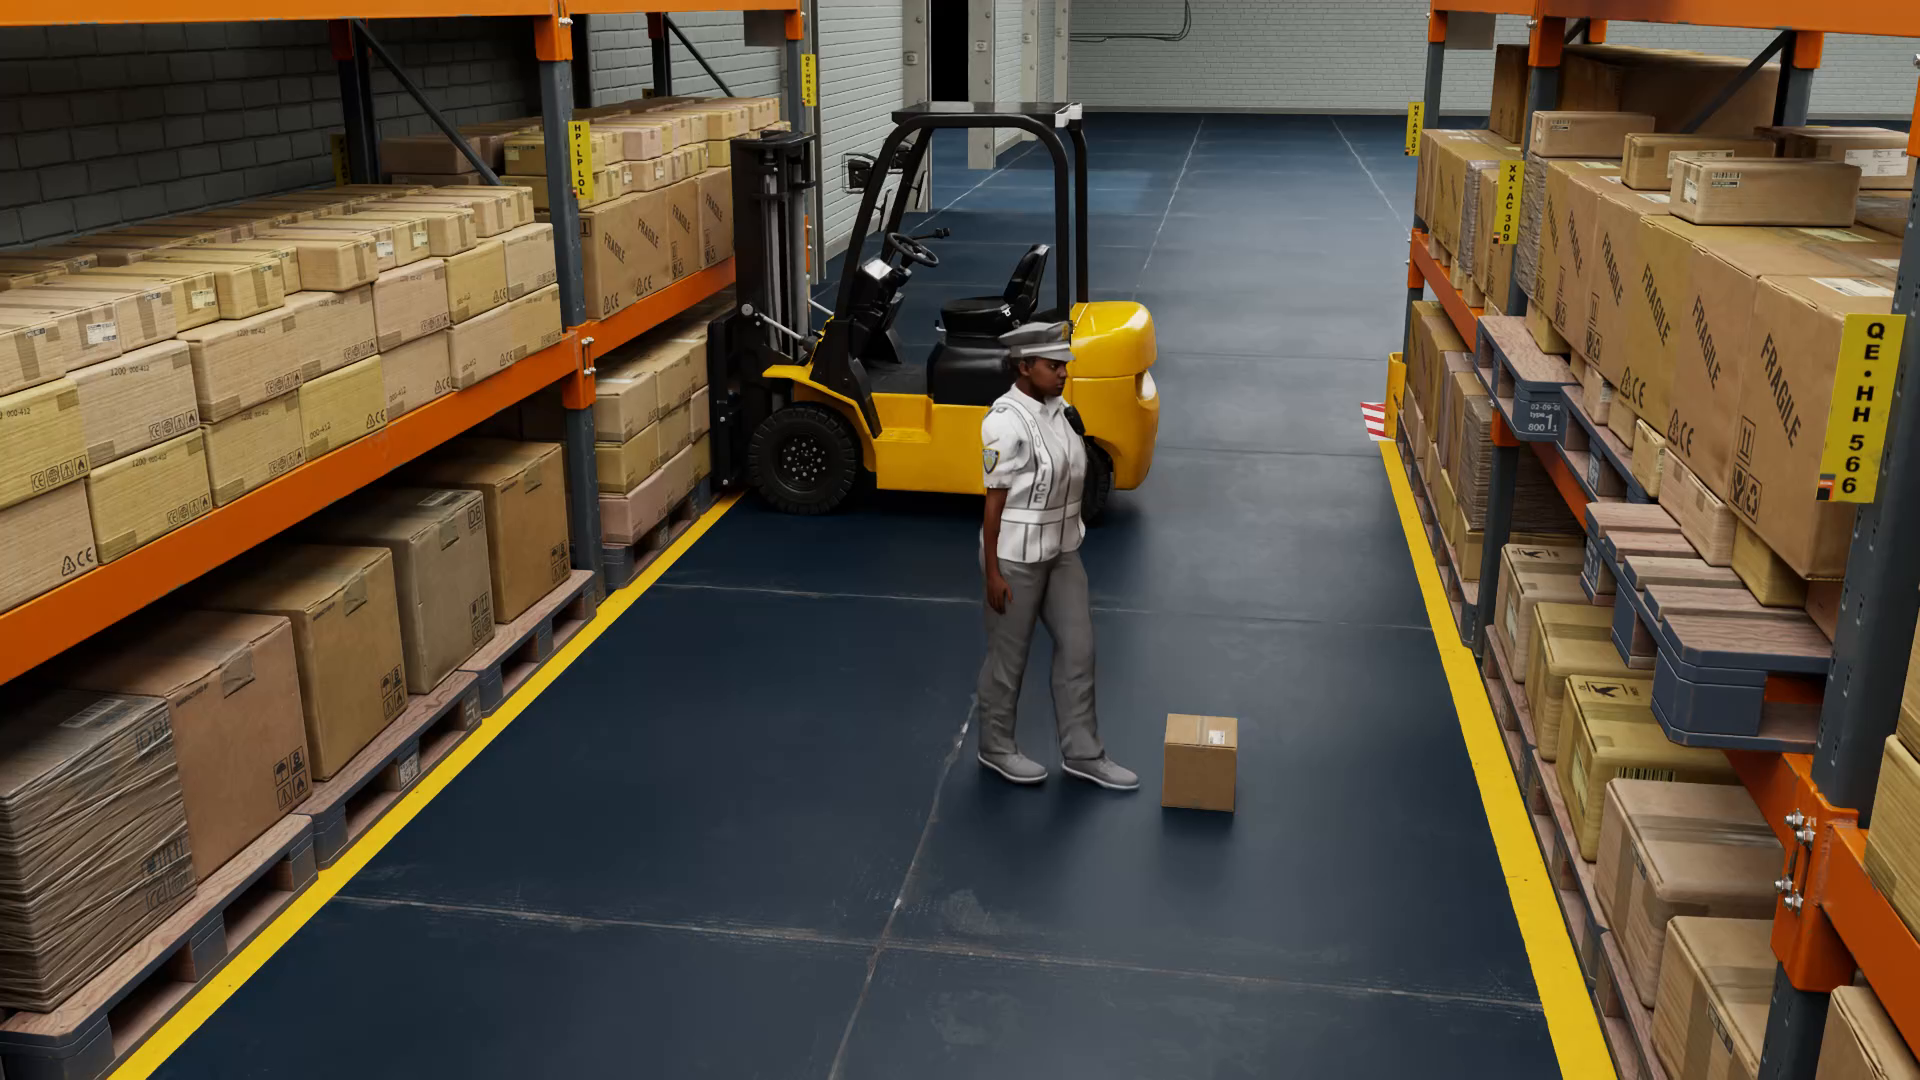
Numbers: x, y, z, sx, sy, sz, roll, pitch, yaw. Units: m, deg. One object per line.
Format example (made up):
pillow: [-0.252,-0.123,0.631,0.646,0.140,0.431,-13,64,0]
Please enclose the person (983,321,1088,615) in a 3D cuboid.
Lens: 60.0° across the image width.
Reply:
person: [0.256,-0.257,5.719,0.316,1.015,0.452,15,23,38]
